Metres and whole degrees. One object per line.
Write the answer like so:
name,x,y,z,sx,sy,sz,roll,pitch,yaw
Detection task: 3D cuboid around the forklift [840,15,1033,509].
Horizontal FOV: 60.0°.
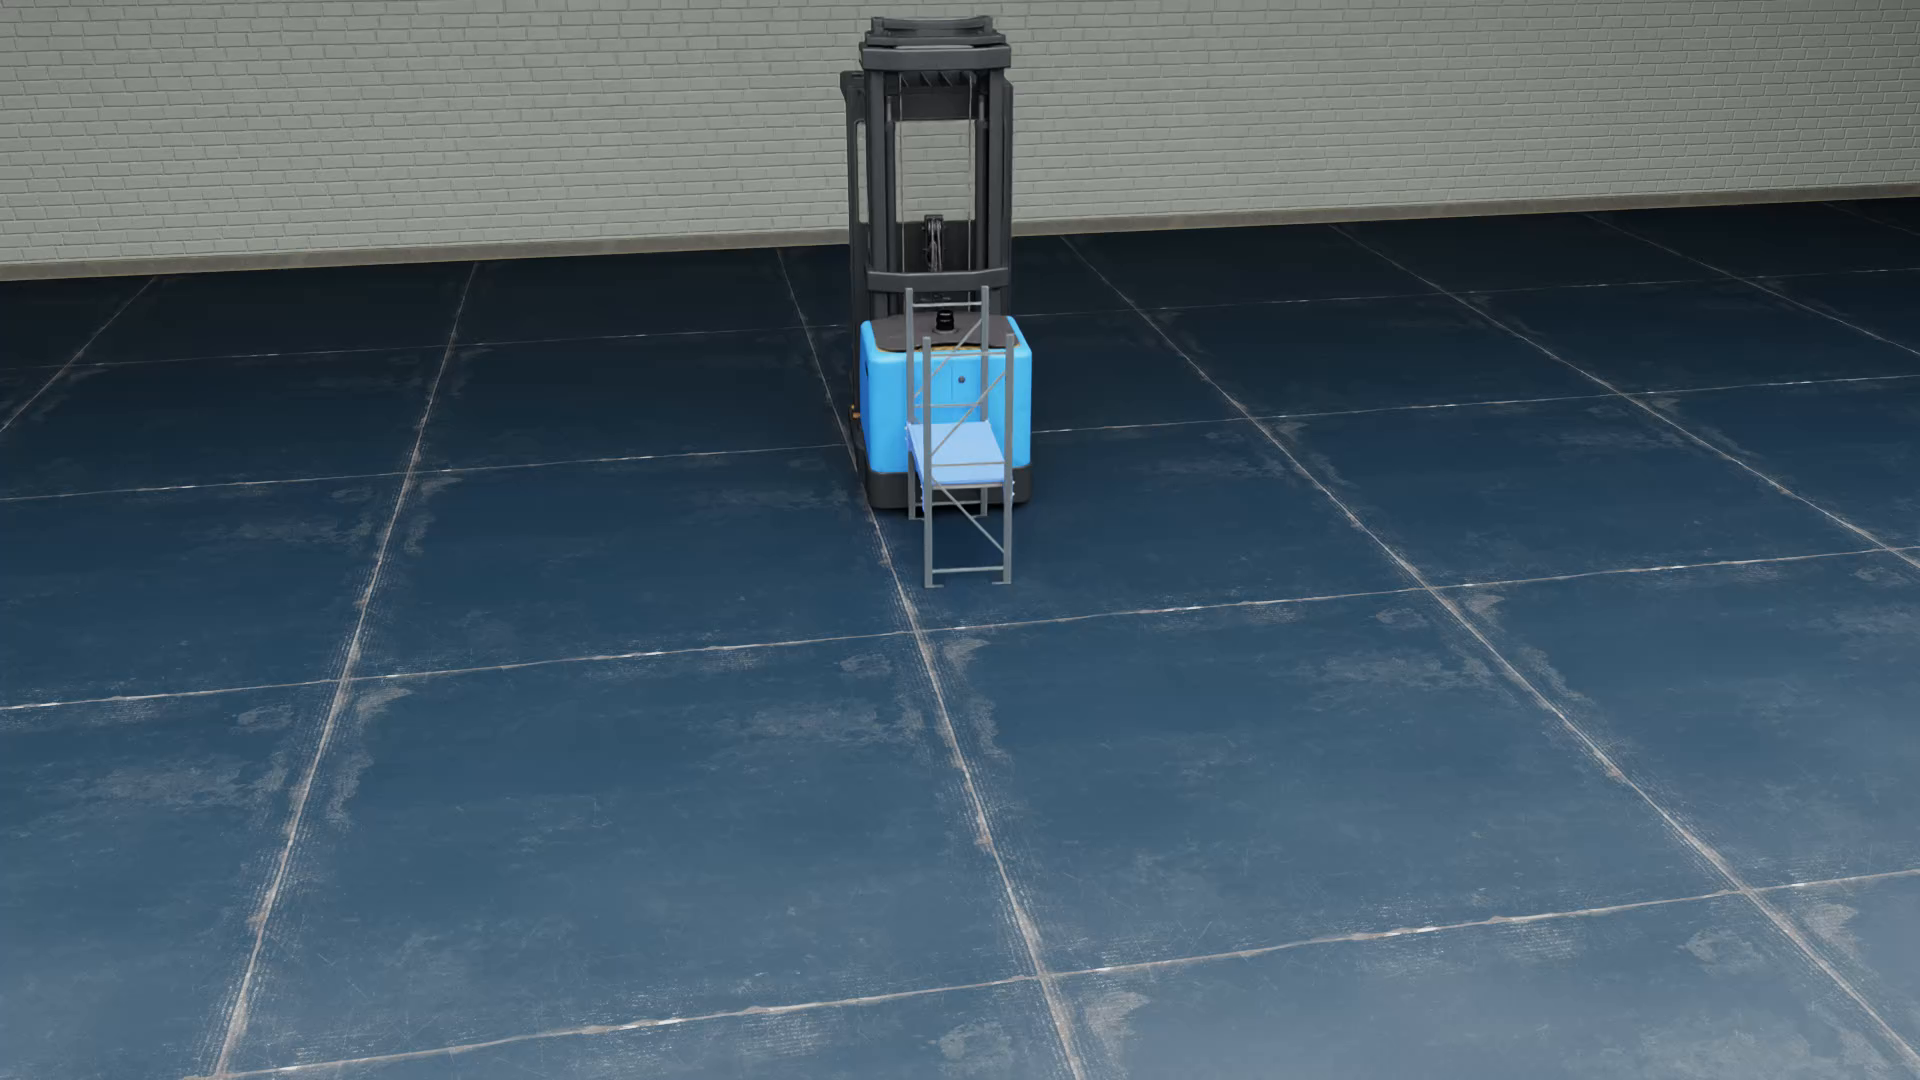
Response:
forklift,-0.227,-2.097,11.389,1.130,2.935,3.031,-3,24,-6

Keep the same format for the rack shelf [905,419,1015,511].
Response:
rack shelf,-0.015,-0.459,9.876,0.538,0.185,1.000,-3,24,-6

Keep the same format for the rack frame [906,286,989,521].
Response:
rack frame,-0.076,-0.826,10.266,0.500,1.500,0.032,-3,24,-6

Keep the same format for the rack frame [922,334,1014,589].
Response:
rack frame,0.046,-0.422,9.341,0.500,1.500,0.032,-3,24,-6

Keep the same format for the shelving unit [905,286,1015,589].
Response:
shelving unit,-0.015,-0.624,9.804,0.538,1.500,1.048,-3,24,-6
